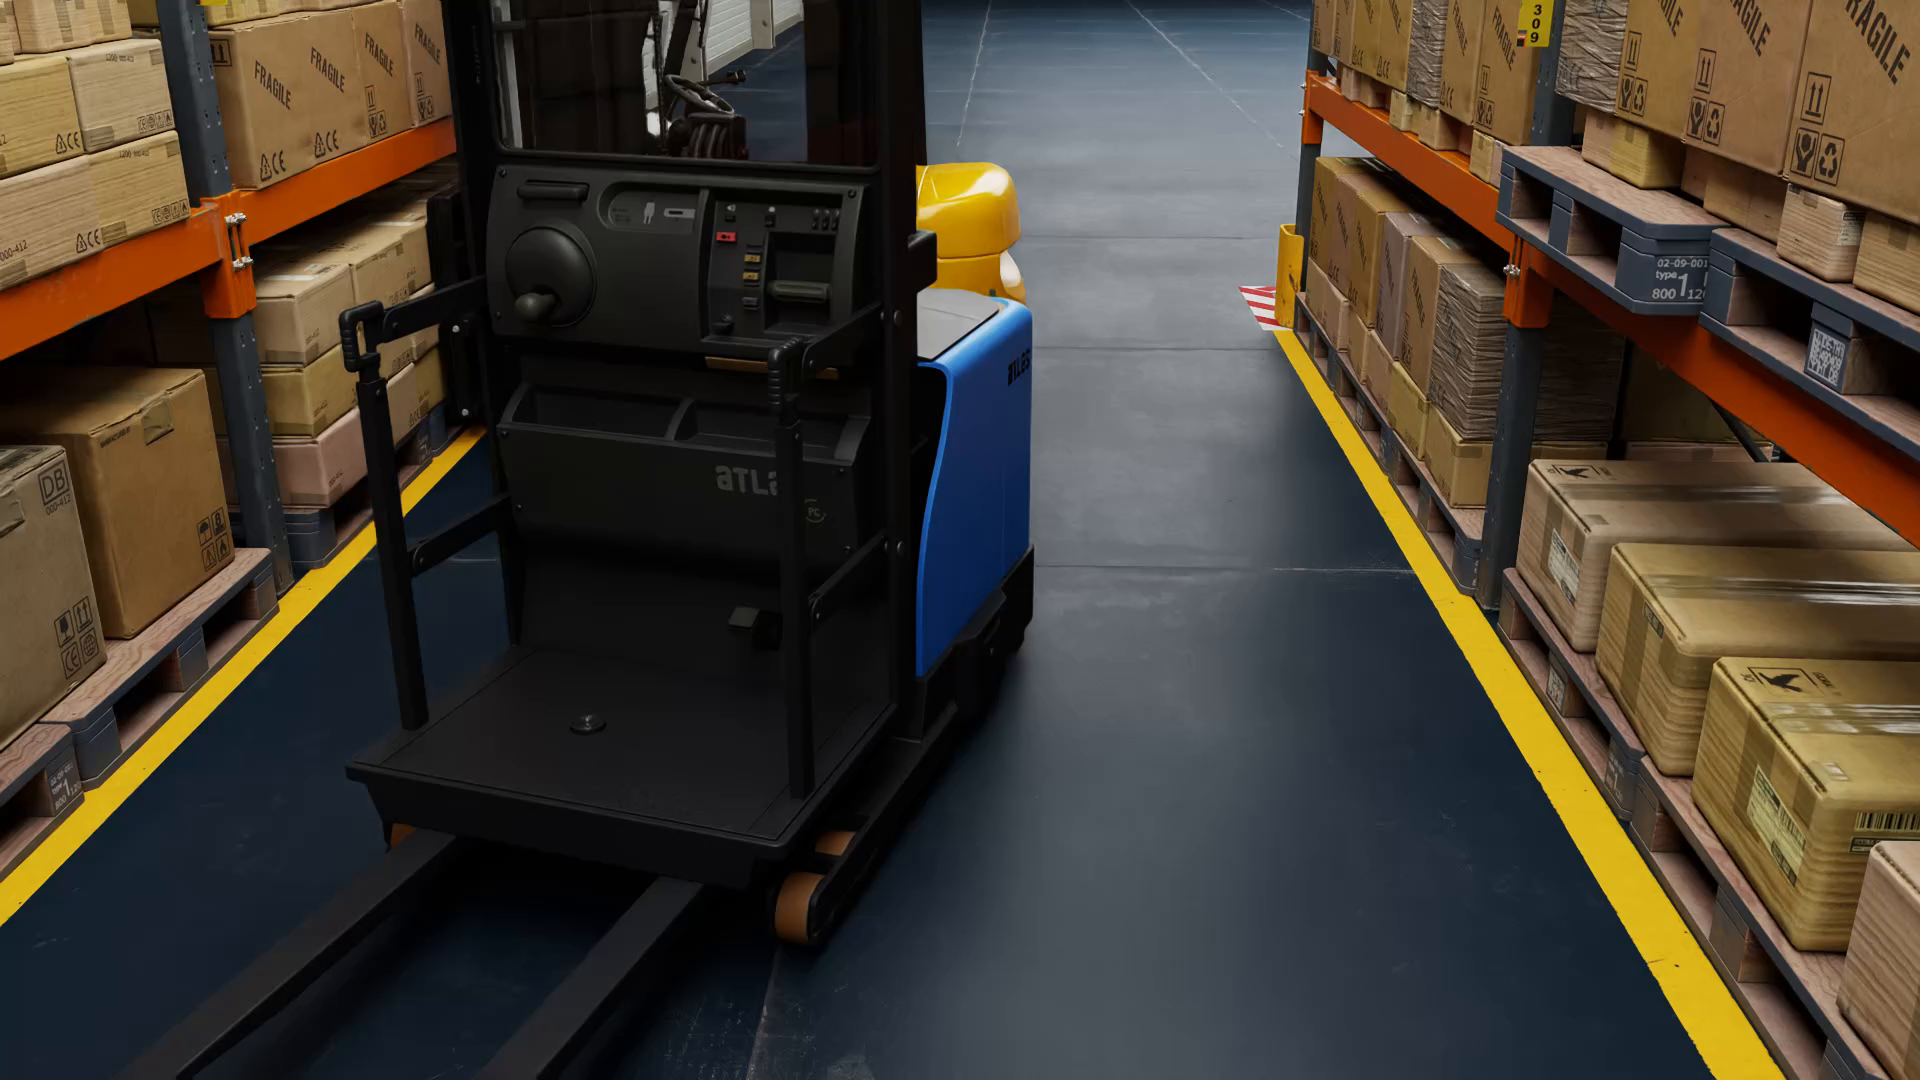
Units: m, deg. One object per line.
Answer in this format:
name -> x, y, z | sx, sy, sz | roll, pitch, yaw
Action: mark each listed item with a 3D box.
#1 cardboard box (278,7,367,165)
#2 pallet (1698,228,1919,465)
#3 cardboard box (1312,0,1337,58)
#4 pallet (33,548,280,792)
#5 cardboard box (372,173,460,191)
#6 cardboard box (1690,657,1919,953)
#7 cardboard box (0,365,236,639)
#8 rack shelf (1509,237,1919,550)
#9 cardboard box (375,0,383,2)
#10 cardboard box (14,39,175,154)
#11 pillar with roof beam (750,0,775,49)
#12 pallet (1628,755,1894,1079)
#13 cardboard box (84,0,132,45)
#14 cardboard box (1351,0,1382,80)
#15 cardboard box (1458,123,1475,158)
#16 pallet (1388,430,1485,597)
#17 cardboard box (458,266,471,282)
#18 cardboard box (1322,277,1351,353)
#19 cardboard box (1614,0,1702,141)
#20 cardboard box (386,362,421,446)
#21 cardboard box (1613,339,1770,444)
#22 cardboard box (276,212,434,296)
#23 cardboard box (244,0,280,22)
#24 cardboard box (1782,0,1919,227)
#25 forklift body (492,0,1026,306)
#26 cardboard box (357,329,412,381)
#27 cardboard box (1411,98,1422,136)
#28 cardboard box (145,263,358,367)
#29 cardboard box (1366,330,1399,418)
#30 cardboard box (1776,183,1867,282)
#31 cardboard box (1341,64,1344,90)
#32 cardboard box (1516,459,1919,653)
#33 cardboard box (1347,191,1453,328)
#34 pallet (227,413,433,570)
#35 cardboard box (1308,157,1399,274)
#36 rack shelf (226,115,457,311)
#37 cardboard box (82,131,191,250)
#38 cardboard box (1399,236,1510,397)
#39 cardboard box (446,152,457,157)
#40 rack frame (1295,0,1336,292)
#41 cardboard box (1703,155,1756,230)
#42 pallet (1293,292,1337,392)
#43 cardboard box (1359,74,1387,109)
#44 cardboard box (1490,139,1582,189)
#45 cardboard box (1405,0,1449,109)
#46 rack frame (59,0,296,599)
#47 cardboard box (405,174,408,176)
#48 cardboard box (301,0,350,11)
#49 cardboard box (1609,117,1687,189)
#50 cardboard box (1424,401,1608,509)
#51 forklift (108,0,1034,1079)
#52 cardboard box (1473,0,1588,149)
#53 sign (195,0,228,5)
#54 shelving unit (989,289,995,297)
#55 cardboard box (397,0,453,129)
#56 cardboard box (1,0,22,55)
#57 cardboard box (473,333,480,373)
cardboard box -> -2.482, -1.623, 5.927 | 0.500, 0.500, 0.500 | 1, 21, 3
pallet -> 2.104, -0.358, 3.069 | 1.003, 0.211, 1.213 | 1, 21, 2
cardboard box -> 2.036, -2.640, 8.138 | 0.500, 0.500, 0.500 | 0, 21, 1
pallet -> -2.739, 0.337, 4.870 | 1.003, 0.211, 1.213 | 1, 21, 2
cardboard box -> -2.351, -1.519, 7.637 | 0.500, 0.250, 0.500 | 1, 21, 2
cardboard box -> 2.155, 0.553, 3.508 | 0.950, 0.372, 0.625 | 1, 21, 3
cardboard box -> -2.760, -0.130, 4.920 | 0.875, 0.625, 0.625 | 2, 21, 4
rack shelf -> 2.145, -0.118, 3.182 | 1.077, 0.370, 4.000 | 1, 21, 2
cardboard box -> -2.415, -2.154, 6.399 | 0.380, 0.149, 0.250 | 0, 21, 0
cardboard box -> -2.515, -1.213, 4.525 | 0.500, 0.250, 0.500 | 0, 21, 0
pillar with roof beam -> 1.295, -11.692, 23.723 | 9.100, 9.000, 0.400 | 1, 21, 2
pallet -> 2.150, 0.847, 3.555 | 1.003, 0.211, 1.213 | 1, 21, 2
cardboard box -> -2.544, -1.453, 4.593 | 0.380, 0.149, 0.250 | 1, 21, 3
cardboard box -> 2.009, -2.269, 7.180 | 0.500, 0.500, 0.500 | 0, 21, 1
cardboard box -> 2.019, -1.453, 5.974 | 0.380, 0.149, 0.250 | 0, 21, 1
pallet -> 2.191, -0.120, 6.047 | 1.003, 0.211, 1.213 | 1, 21, 2
cardboard box -> -2.376, -1.095, 7.234 | 0.500, 0.250, 0.500 | 1, 21, 1
cardboard box -> 2.004, -1.064, 7.845 | 0.500, 0.250, 0.500 | 1, 21, 4
cardboard box -> 1.891, -1.211, 3.872 | 0.500, 0.500, 0.500 | 1, 21, 2
cardboard box -> -2.410, -0.499, 6.389 | 0.500, 0.250, 0.500 | 0, 21, 0
cardboard box -> 2.494, -0.651, 5.744 | 0.500, 0.500, 0.500 | 2, 21, 4
cardboard box -> -2.398, -1.147, 6.676 | 0.500, 0.250, 0.500 | 1, 21, 3
cardboard box -> -2.476, -1.785, 5.449 | 0.380, 0.149, 0.250 | 1, 21, 3
cardboard box -> 1.857, -0.846, 2.933 | 0.500, 0.500, 0.500 | 0, 21, -1
forklift body -> -0.868, -1.575, 7.115 | 2.313, 2.155, 1.214 | 1, 21, 2
cardboard box -> -2.419, -0.731, 6.295 | 0.500, 0.250, 0.500 | 1, 21, 1
cardboard box -> 1.977, -1.639, 6.454 | 0.380, 0.149, 0.250 | 0, 21, 1
cardboard box -> -2.427, -0.782, 5.735 | 0.500, 0.250, 0.500 | 0, 21, 1
cardboard box -> 1.982, -0.684, 6.866 | 0.500, 0.250, 0.500 | 1, 21, 2
cardboard box -> 1.806, -0.588, 3.165 | 0.380, 0.149, 0.250 | 1, 21, 4
cardboard box -> 2.028, -2.199, 7.897 | 0.380, 0.149, 0.250 | 0, 21, 0
cardboard box -> 2.193, 0.042, 4.826 | 0.950, 0.372, 0.625 | 1, 21, 2
cardboard box -> 1.992, -1.219, 7.208 | 0.500, 0.500, 0.500 | 1, 21, 3
pallet -> -2.689, -0.217, 6.297 | 1.003, 0.211, 1.213 | 1, 21, 2
cardboard box -> 2.027, -1.590, 8.163 | 0.500, 0.500, 0.500 | 0, 21, 0
rack shelf -> -2.695, -1.618, 7.047 | 1.077, 0.370, 4.000 | 1, 21, 2
cardboard box -> -2.509, -0.975, 4.603 | 0.500, 0.250, 0.500 | 1, 21, 3
cardboard box -> 1.970, -0.841, 6.234 | 0.500, 0.500, 0.500 | 1, 21, 3
cardboard box -> -2.336, -1.887, 8.583 | 0.500, 0.250, 0.500 | 1, 21, 3
rack frame -> 2.328, -2.623, 8.643 | 1.000, 3.000, 0.127 | 1, 21, 2
cardboard box -> 1.875, -0.773, 3.642 | 0.380, 0.149, 0.250 | 1, 21, 2
pallet -> 2.265, -1.002, 8.321 | 1.003, 0.211, 1.213 | 1, 21, 2
cardboard box -> 2.000, -2.014, 7.420 | 0.380, 0.149, 0.250 | 1, 21, 3
cardboard box -> 1.911, -1.179, 5.269 | 0.380, 0.149, 0.250 | 0, 21, 1
cardboard box -> 1.991, -1.900, 6.228 | 0.500, 0.500, 0.500 | 1, 21, 3
rack frame -> -2.755, -1.230, 5.053 | 1.000, 3.000, 0.127 | 1, 21, 2
cardboard box -> -2.849, -1.704, 8.113 | 0.500, 0.250, 0.500 | 1, 21, 2
cardboard box -> -2.415, -1.968, 5.920 | 0.380, 0.149, 0.250 | 1, 21, 3
cardboard box -> 1.857, -0.969, 4.147 | 0.380, 0.149, 0.250 | 1, 21, 3
cardboard box -> 1.955, -0.308, 5.896 | 0.500, 0.250, 0.500 | 2, 21, 4
forklift -> -0.727, -0.628, 3.595 | 1.130, 2.935, 3.031 | 7, 22, 17
cardboard box -> 1.971, -1.526, 5.265 | 0.500, 0.500, 0.500 | 0, 21, 0
sign -> -2.213, -1.731, 4.852 | 0.100, 0.325, 0.005 | 1, 21, 2
shelving unit -> 0.000, -0.417, 5.859 | 0.258, 0.900, 0.210 | 1, 21, 2
cardboard box -> -2.431, -1.988, 6.867 | 0.500, 0.500, 0.500 | 1, 21, 2
cardboard box -> -2.594, -1.272, 4.125 | 0.380, 0.149, 0.250 | 1, 21, 2
cardboard box -> -2.374, -0.869, 7.341 | 0.500, 0.250, 0.500 | 1, 21, 3
